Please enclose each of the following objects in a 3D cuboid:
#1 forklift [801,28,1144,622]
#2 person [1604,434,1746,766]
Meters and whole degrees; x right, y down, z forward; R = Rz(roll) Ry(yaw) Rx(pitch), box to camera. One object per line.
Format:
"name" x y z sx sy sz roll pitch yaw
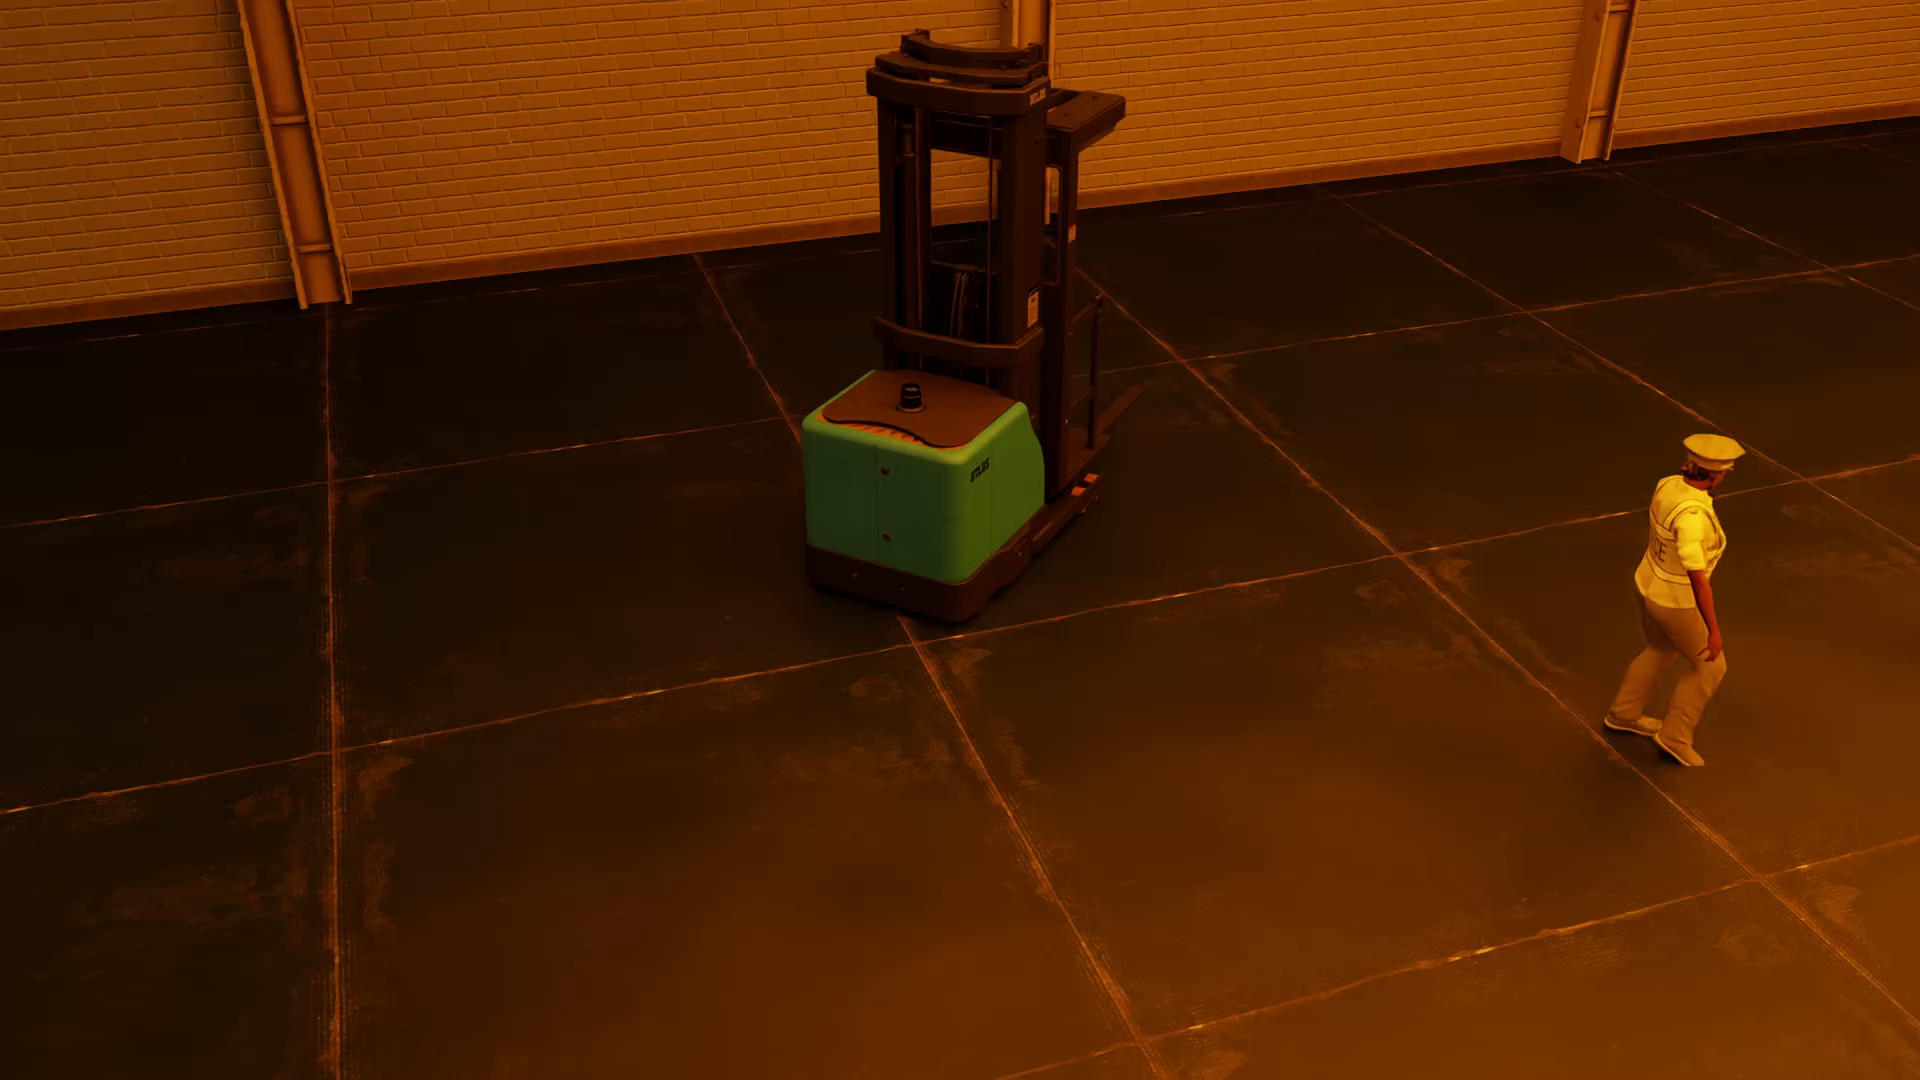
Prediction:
"forklift" 0.255 -1.531 9.748 1.130 2.935 3.031 15 33 24
"person" 3.454 0.295 7.929 0.469 1.691 0.857 4 30 7
